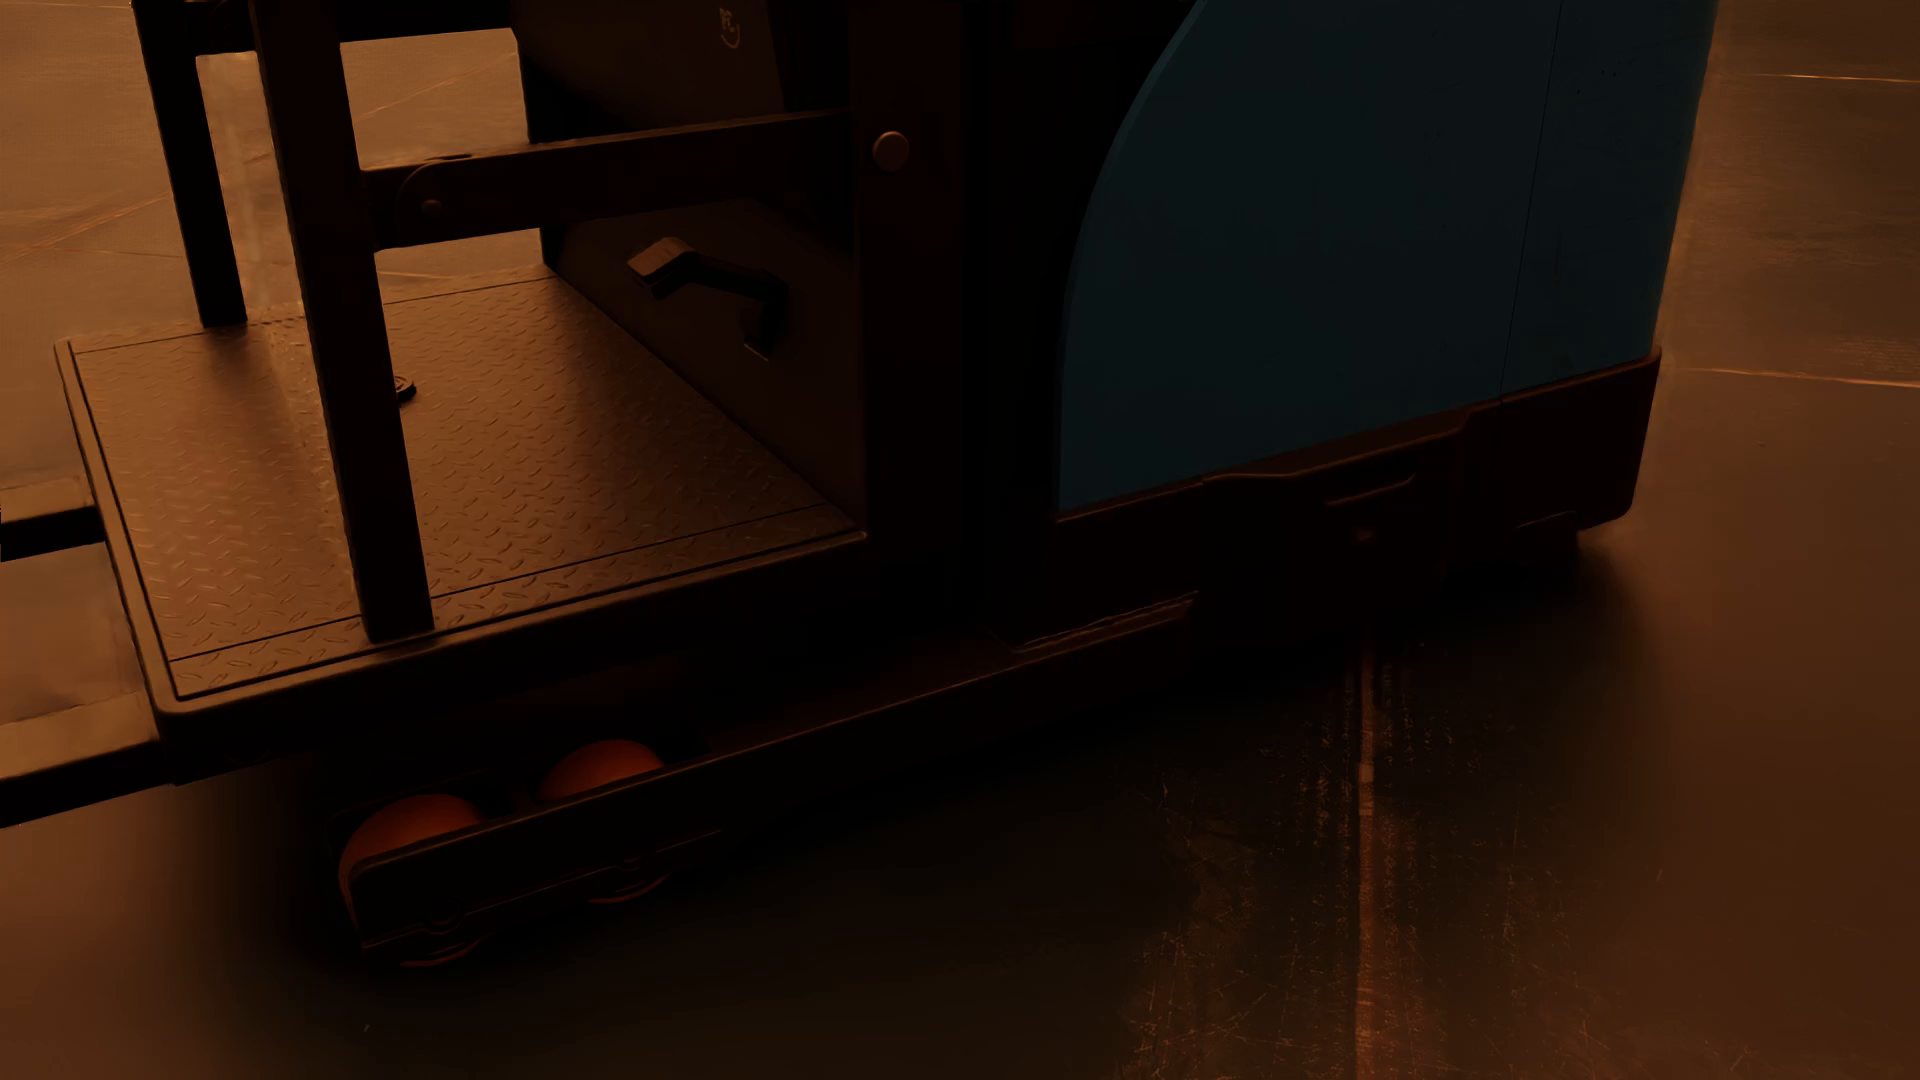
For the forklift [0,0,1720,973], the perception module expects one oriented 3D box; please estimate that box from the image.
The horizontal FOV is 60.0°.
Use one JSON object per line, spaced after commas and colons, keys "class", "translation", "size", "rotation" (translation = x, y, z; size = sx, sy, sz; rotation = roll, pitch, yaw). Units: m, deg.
{"class": "forklift", "translation": [-0.539, -1.157, 1.539], "size": [3.031, 2.935, 1.130], "rotation": [-15, 30, -27]}
